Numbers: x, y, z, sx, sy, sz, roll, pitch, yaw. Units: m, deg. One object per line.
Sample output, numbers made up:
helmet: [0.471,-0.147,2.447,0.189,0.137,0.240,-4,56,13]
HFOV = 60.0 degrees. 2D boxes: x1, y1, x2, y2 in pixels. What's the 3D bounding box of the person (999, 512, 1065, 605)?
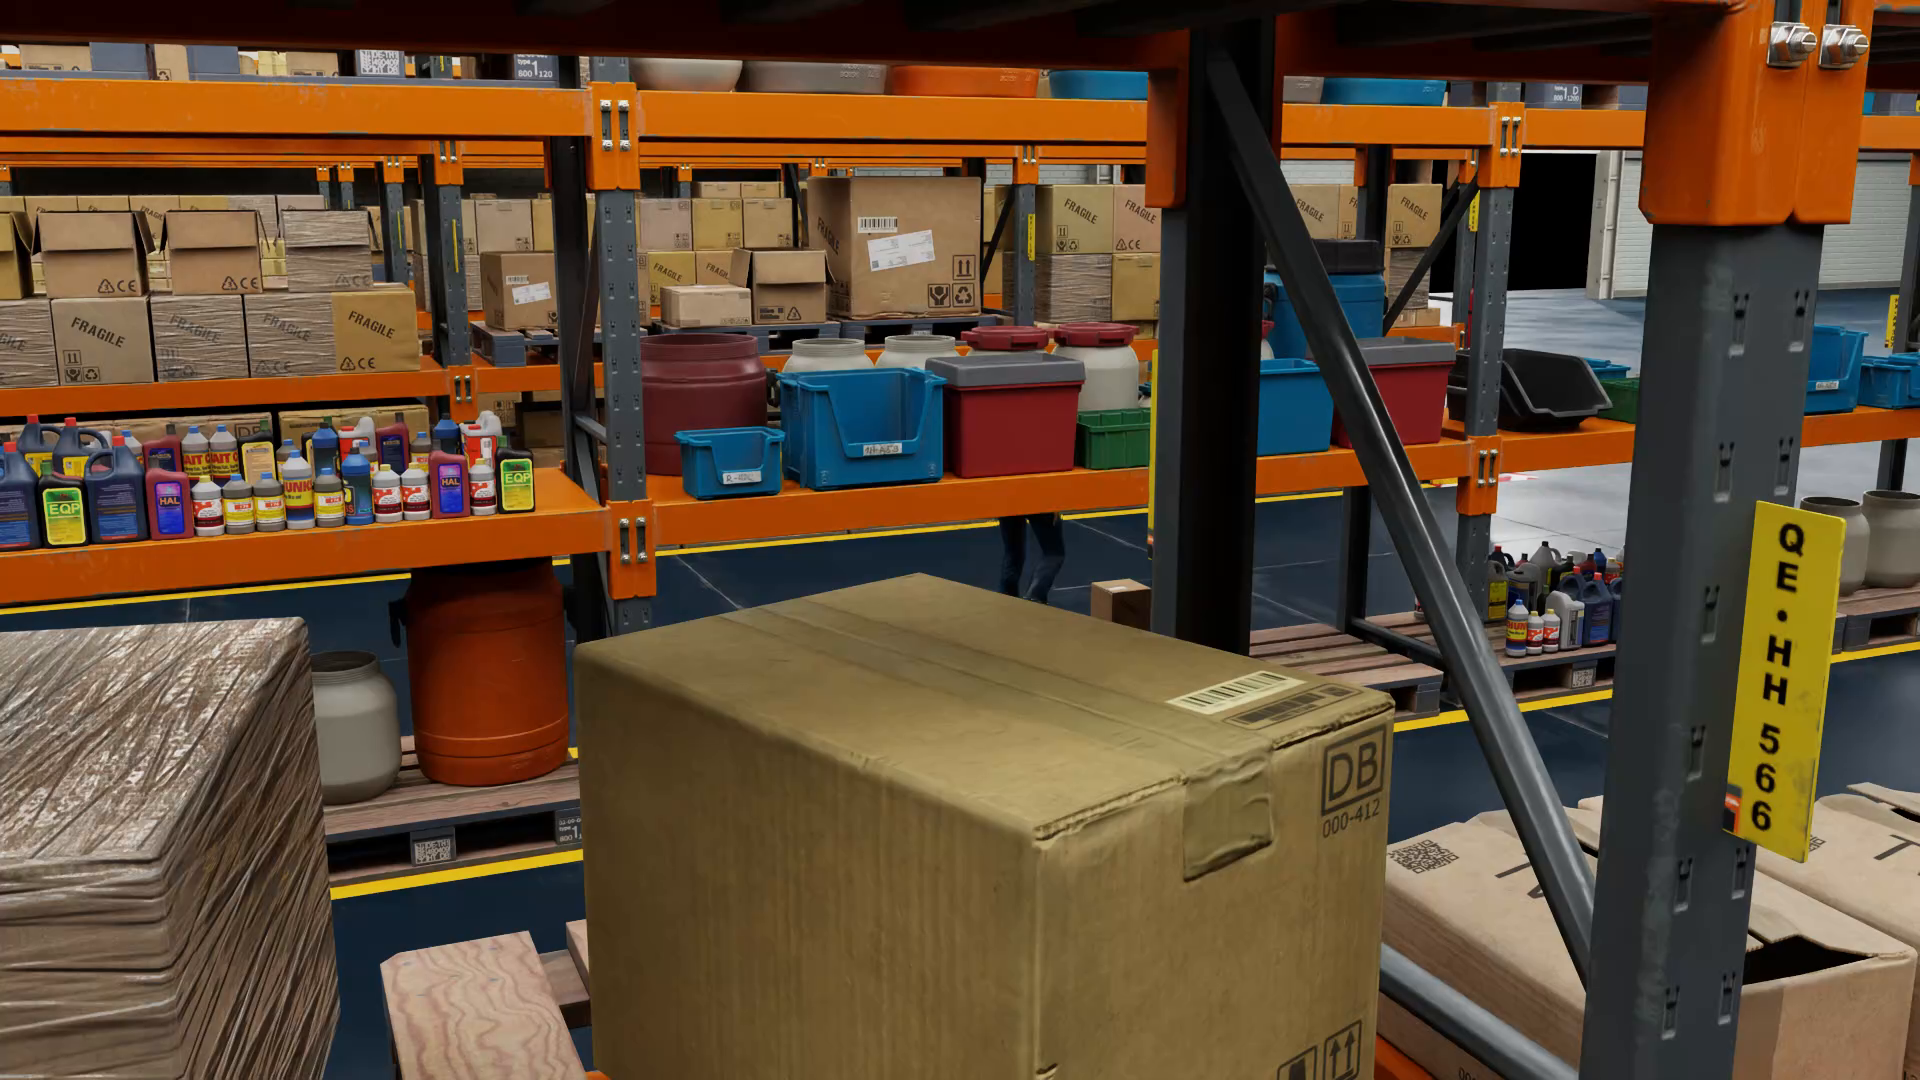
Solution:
person: [0.337,-0.213,8.974,0.431,1.583,0.504,8,15,32]
